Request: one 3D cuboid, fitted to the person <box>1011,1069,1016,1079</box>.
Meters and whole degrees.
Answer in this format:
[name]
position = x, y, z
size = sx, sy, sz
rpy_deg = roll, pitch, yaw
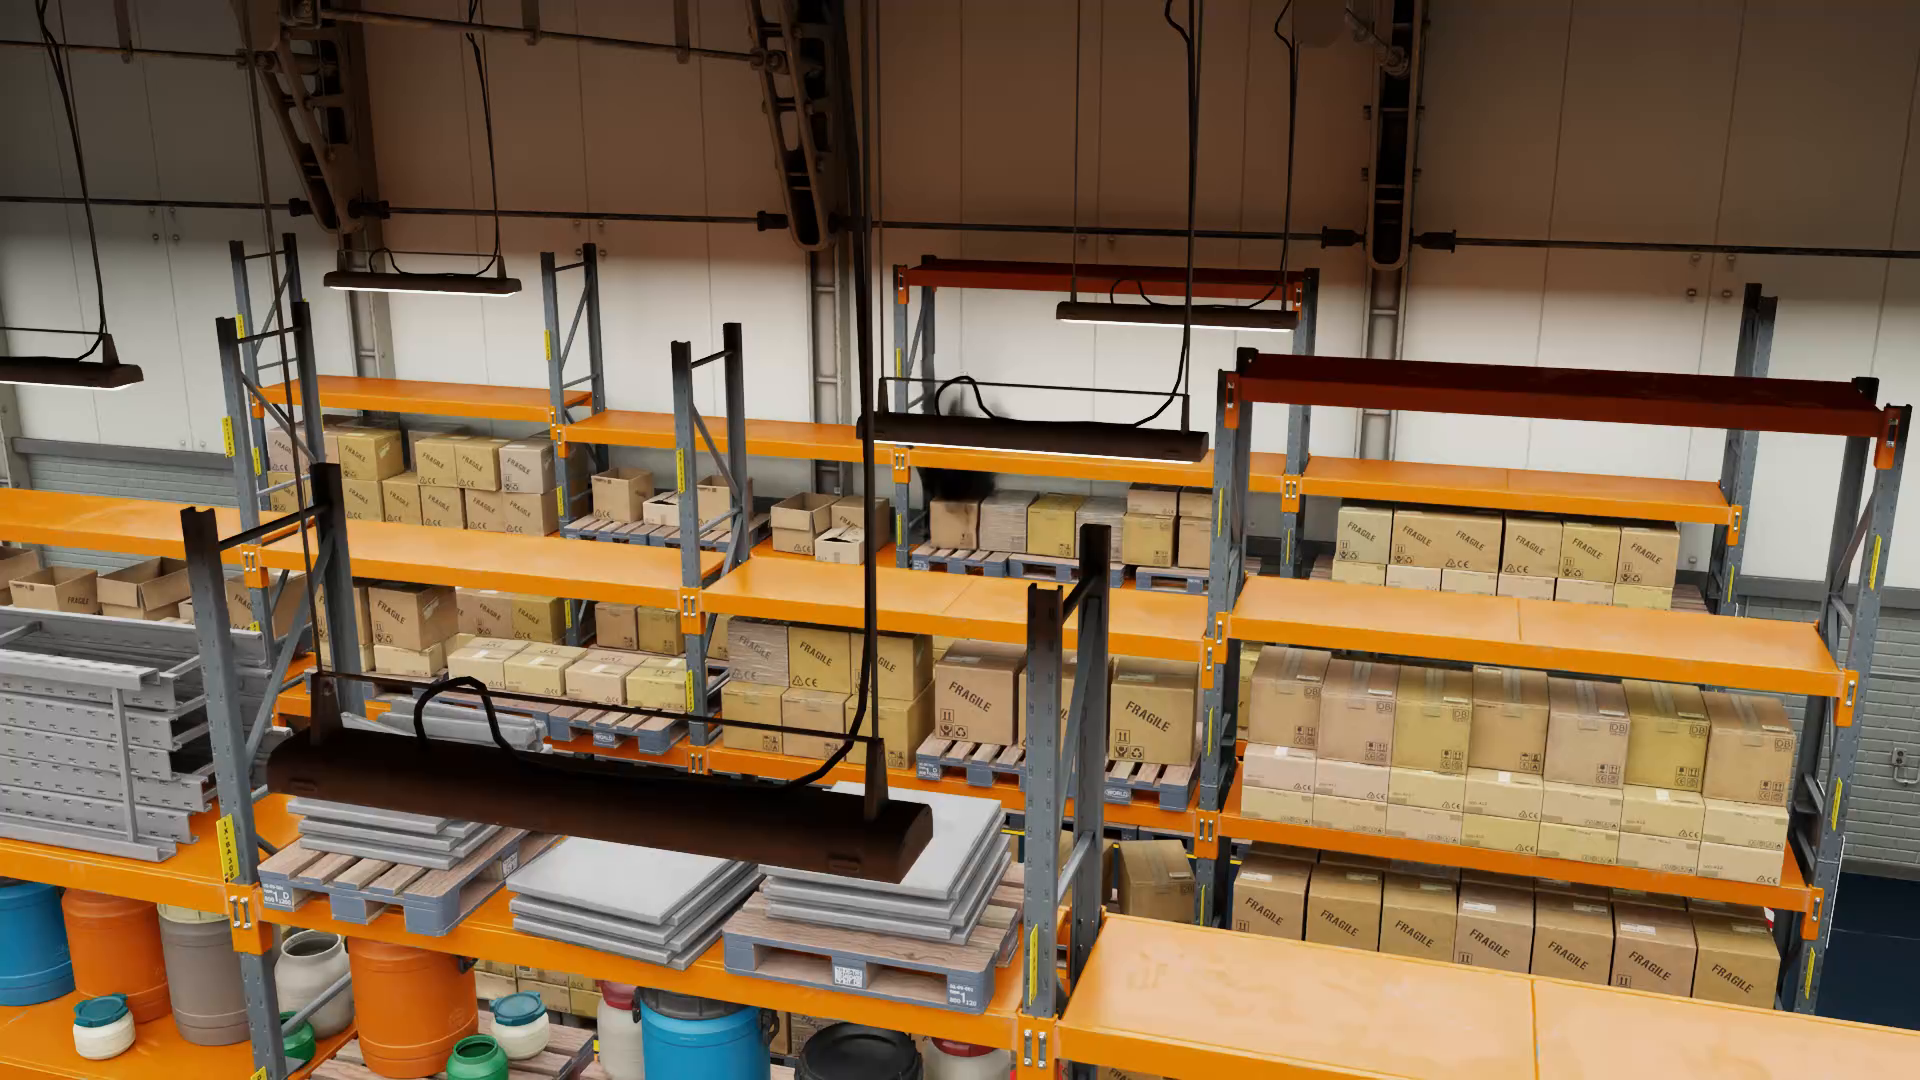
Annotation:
[person]
position = 0.524, 4.240, 10.935
size = 0.706, 1.741, 0.643
rpy_deg = 1, 16, 3
